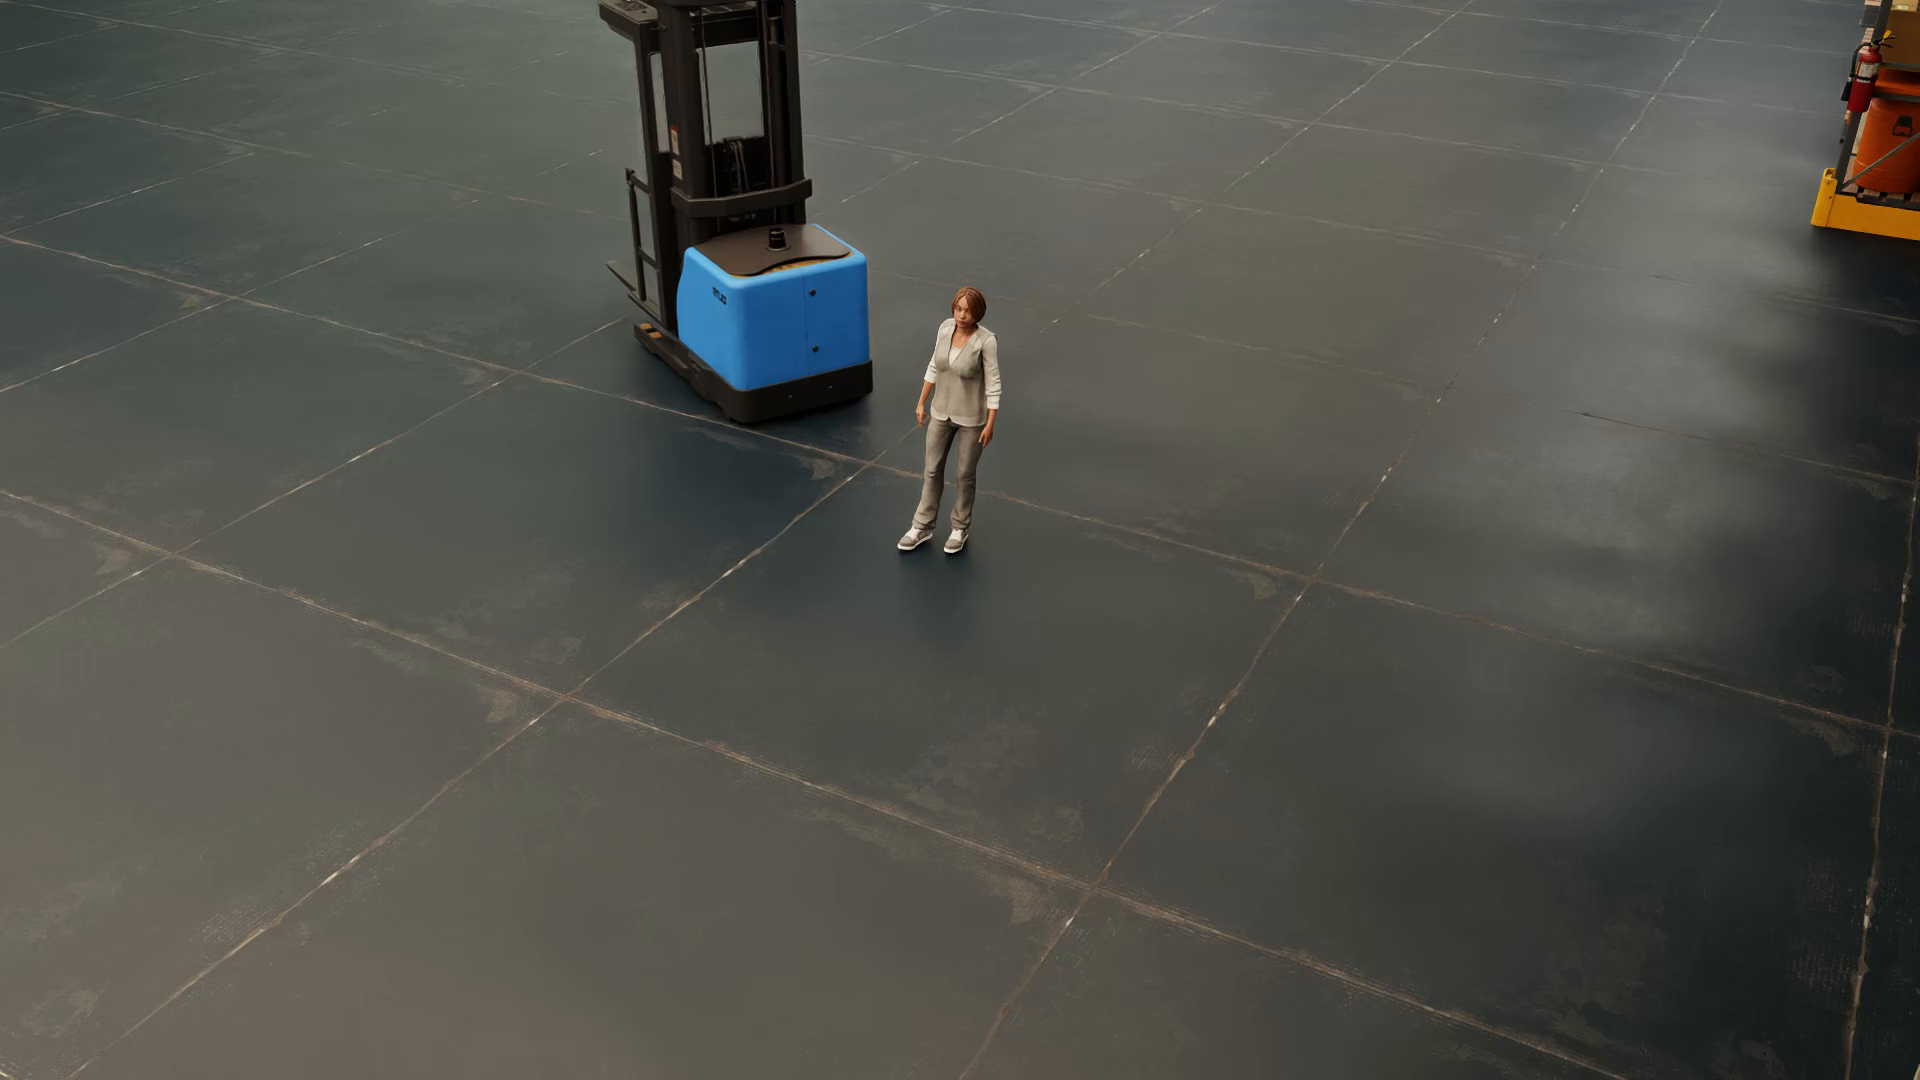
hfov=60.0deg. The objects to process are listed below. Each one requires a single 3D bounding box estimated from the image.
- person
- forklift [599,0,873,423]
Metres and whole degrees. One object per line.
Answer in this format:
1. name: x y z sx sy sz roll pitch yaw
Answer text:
1. person: -0.049 -0.669 9.549 0.520 1.599 0.473 15 33 25
2. forklift: -1.799 -2.760 11.853 1.130 2.935 3.031 -17 34 -26
